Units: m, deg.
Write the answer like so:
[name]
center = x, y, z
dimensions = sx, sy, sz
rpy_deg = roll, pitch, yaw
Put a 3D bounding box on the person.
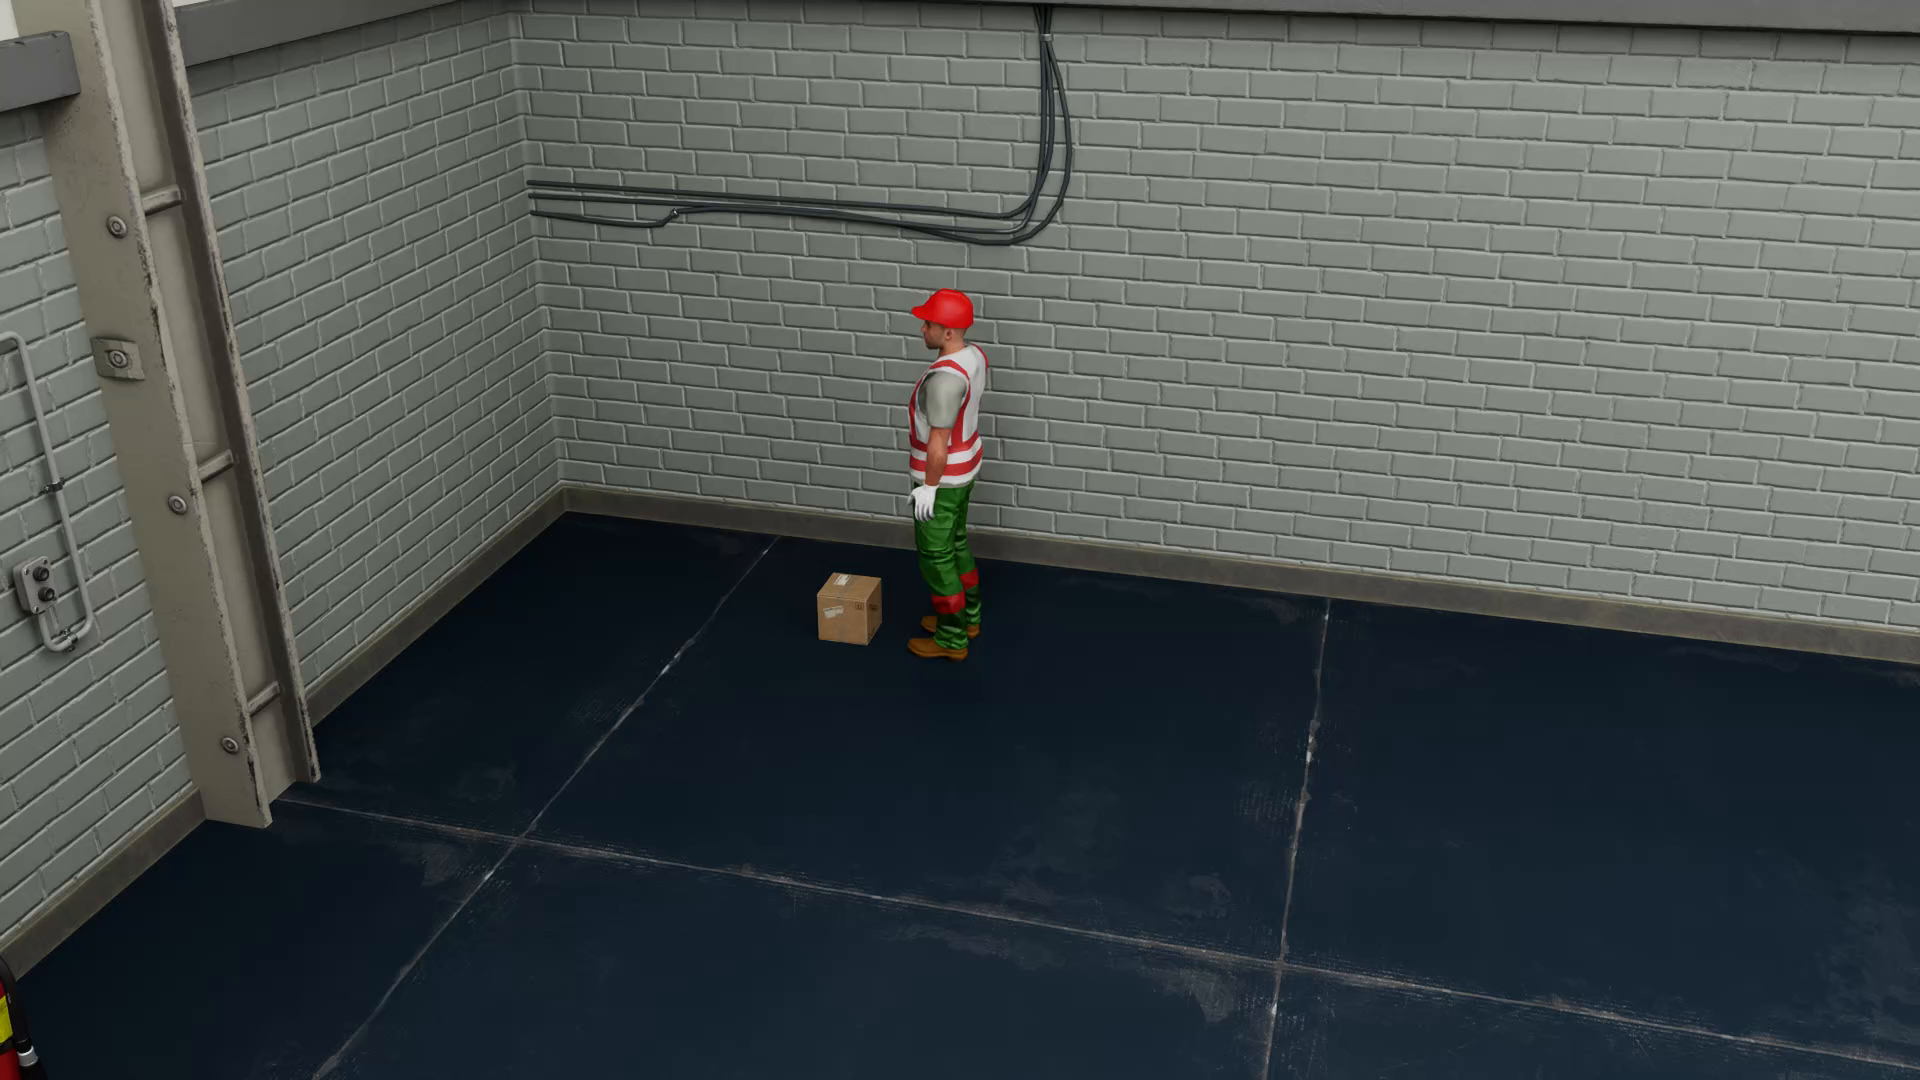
[person]
center = -0.068, -0.301, 7.724
dimensions = 0.338, 1.785, 0.524
rpy_deg = 7, 26, 14
